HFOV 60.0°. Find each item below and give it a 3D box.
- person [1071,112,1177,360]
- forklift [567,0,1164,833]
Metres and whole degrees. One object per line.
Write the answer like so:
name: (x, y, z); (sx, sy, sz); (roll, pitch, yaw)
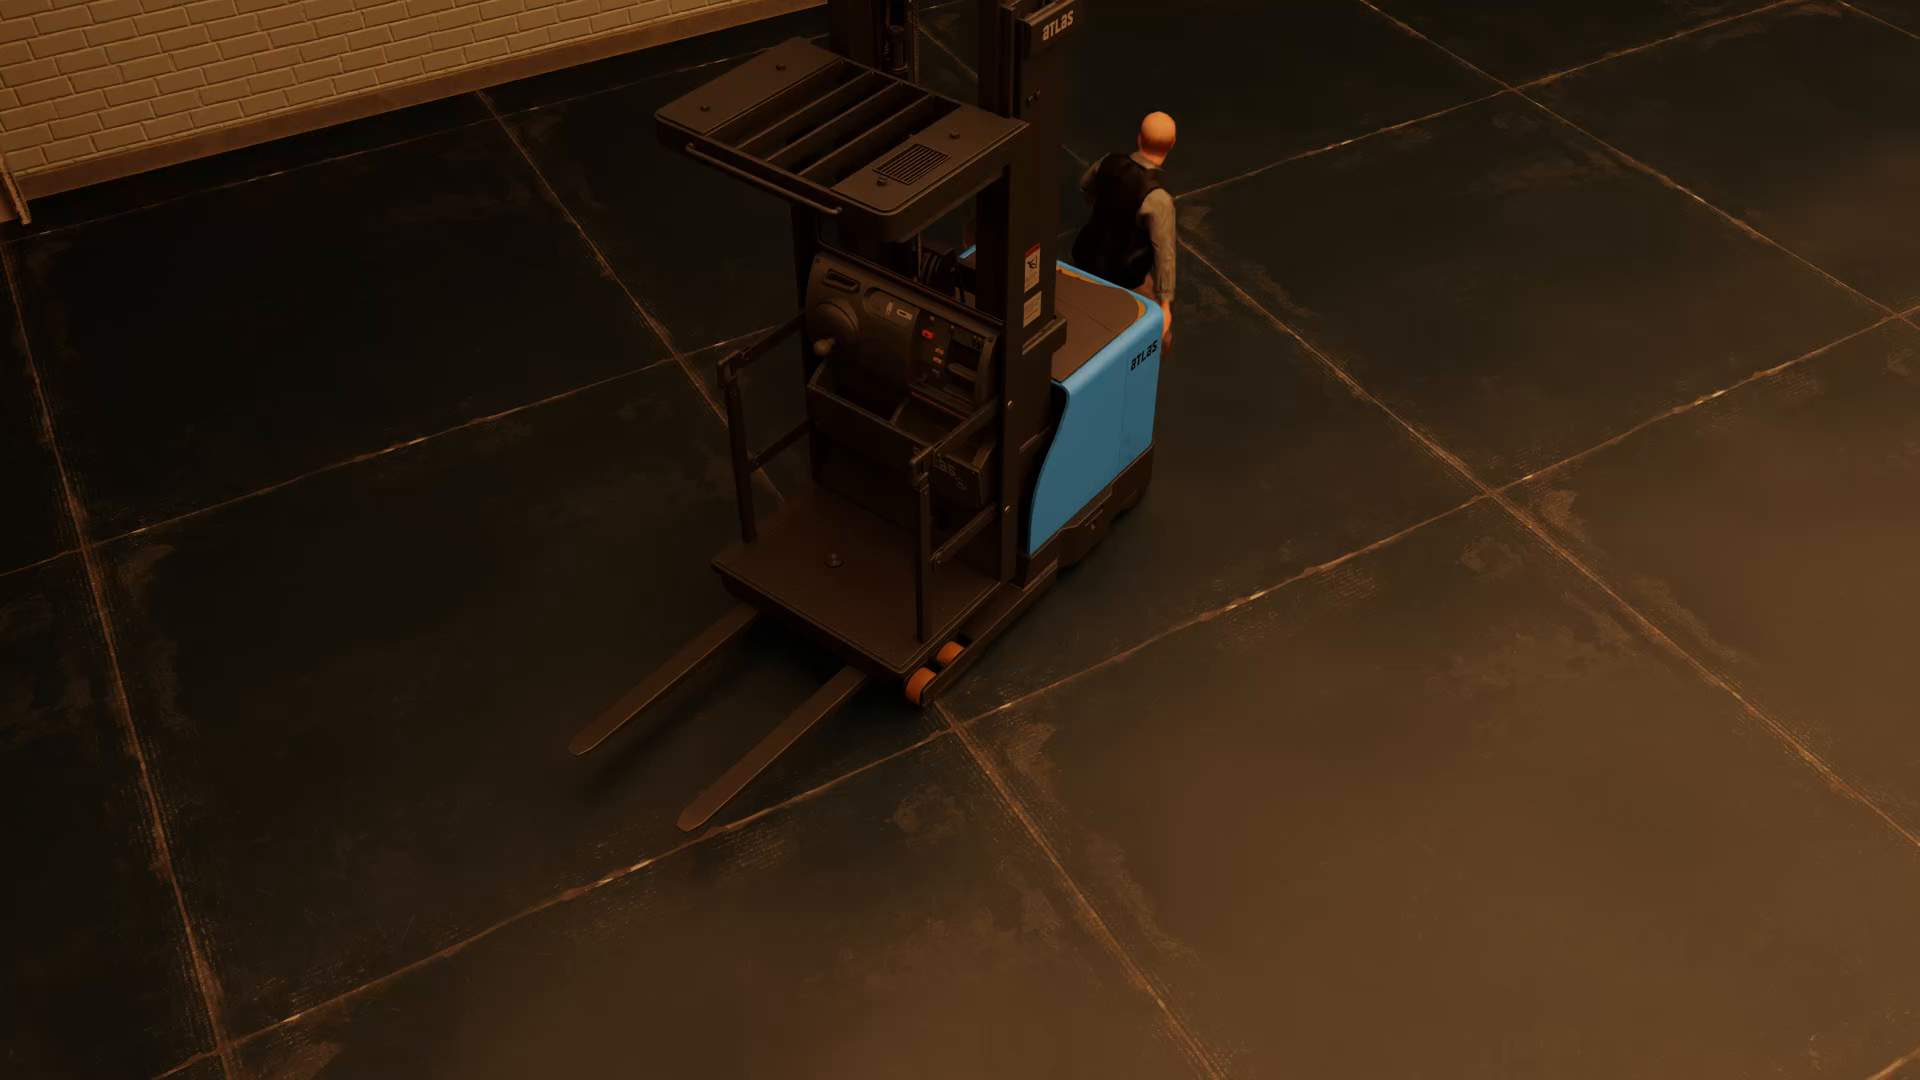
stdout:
person: (0.792, -1.336, 8.198); (0.584, 1.540, 0.883); (-10, 44, -10)
forklift: (-0.375, -0.749, 6.505); (1.130, 2.935, 3.031); (28, 50, 27)
